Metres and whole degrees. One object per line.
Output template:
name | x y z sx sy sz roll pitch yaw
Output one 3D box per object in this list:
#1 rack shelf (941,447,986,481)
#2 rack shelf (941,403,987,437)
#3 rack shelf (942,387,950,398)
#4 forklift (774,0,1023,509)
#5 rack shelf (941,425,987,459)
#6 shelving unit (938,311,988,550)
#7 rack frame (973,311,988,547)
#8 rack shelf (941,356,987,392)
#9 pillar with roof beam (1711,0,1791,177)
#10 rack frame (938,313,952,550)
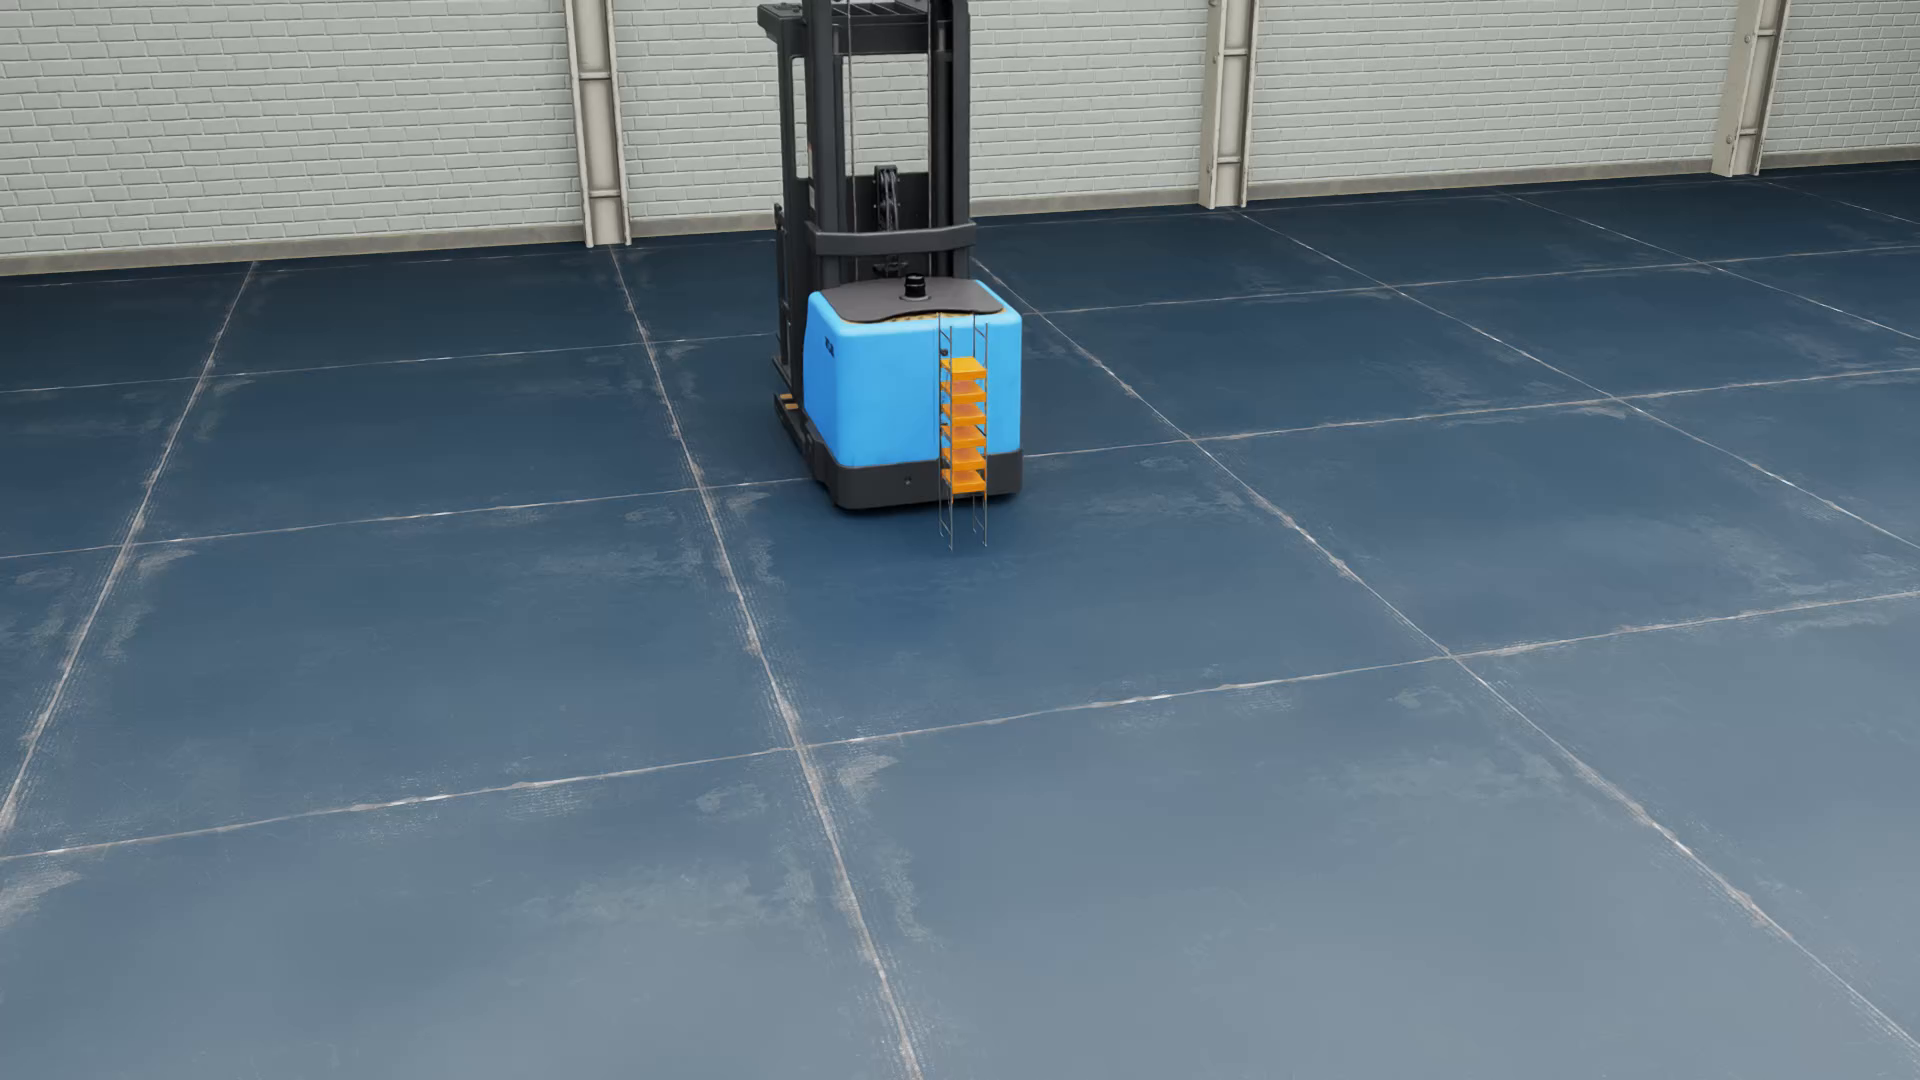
rack shelf | 0.014 -0.402 8.582 0.180 0.103 0.258 -6 24 -14
rack shelf | 0.014 -0.622 8.487 0.180 0.103 0.258 -6 24 -14
rack shelf | 0.014 -0.751 8.432 0.166 0.020 0.199 -6 24 -14
forklift | -0.546 -2.067 9.850 1.130 2.935 3.031 -6 24 -14
rack shelf | 0.014 -0.512 8.535 0.180 0.103 0.258 -6 24 -14
shelving unit | 0.014 -0.553 8.517 0.189 1.200 0.258 -6 24 -14
rack frame | 0.102 -0.563 8.540 0.006 1.200 0.240 -6 24 -14
rack shelf | 0.014 -0.843 8.393 0.180 0.103 0.258 -6 24 -14
pillar with roof beam | 9.537 -6.469 12.413 0.400 9.000 9.100 -6 24 -14
rack frame | -0.074 -0.543 8.494 0.006 1.200 0.240 -6 24 -14
